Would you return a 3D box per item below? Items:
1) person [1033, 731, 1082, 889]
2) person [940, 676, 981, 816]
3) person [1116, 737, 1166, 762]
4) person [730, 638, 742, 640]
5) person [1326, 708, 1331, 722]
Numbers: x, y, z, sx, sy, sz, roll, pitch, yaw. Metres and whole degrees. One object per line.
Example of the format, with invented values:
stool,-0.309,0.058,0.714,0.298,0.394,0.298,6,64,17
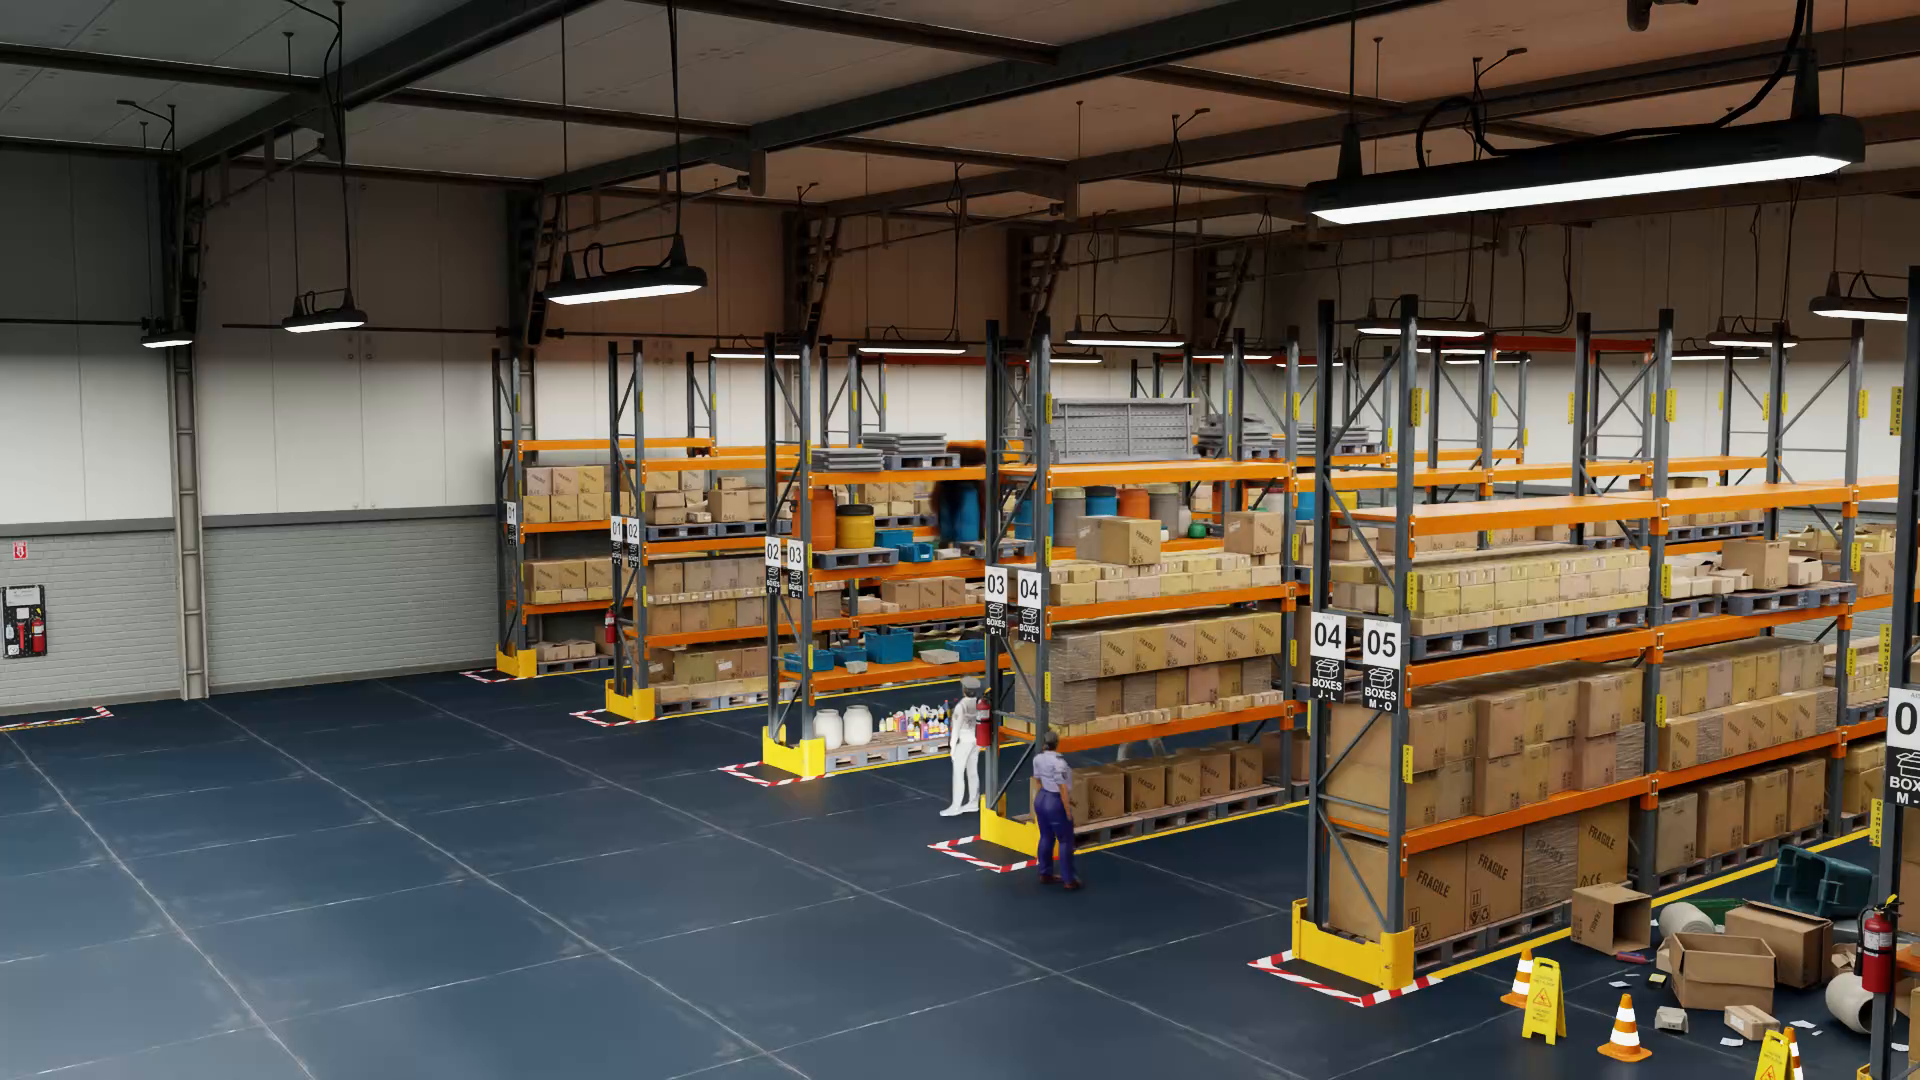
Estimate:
person,1.038,2.813,17.463,0.445,1.646,0.523,-2,5,-24
person,0.060,2.520,20.418,0.419,1.697,0.547,4,6,36
person,2.460,2.391,22.323,0.982,1.646,0.417,-3,6,-34
person,-4.182,1.654,30.406,0.550,1.821,0.517,2,5,21
person,5.421,2.159,24.511,1.022,1.729,0.688,-3,6,-33
